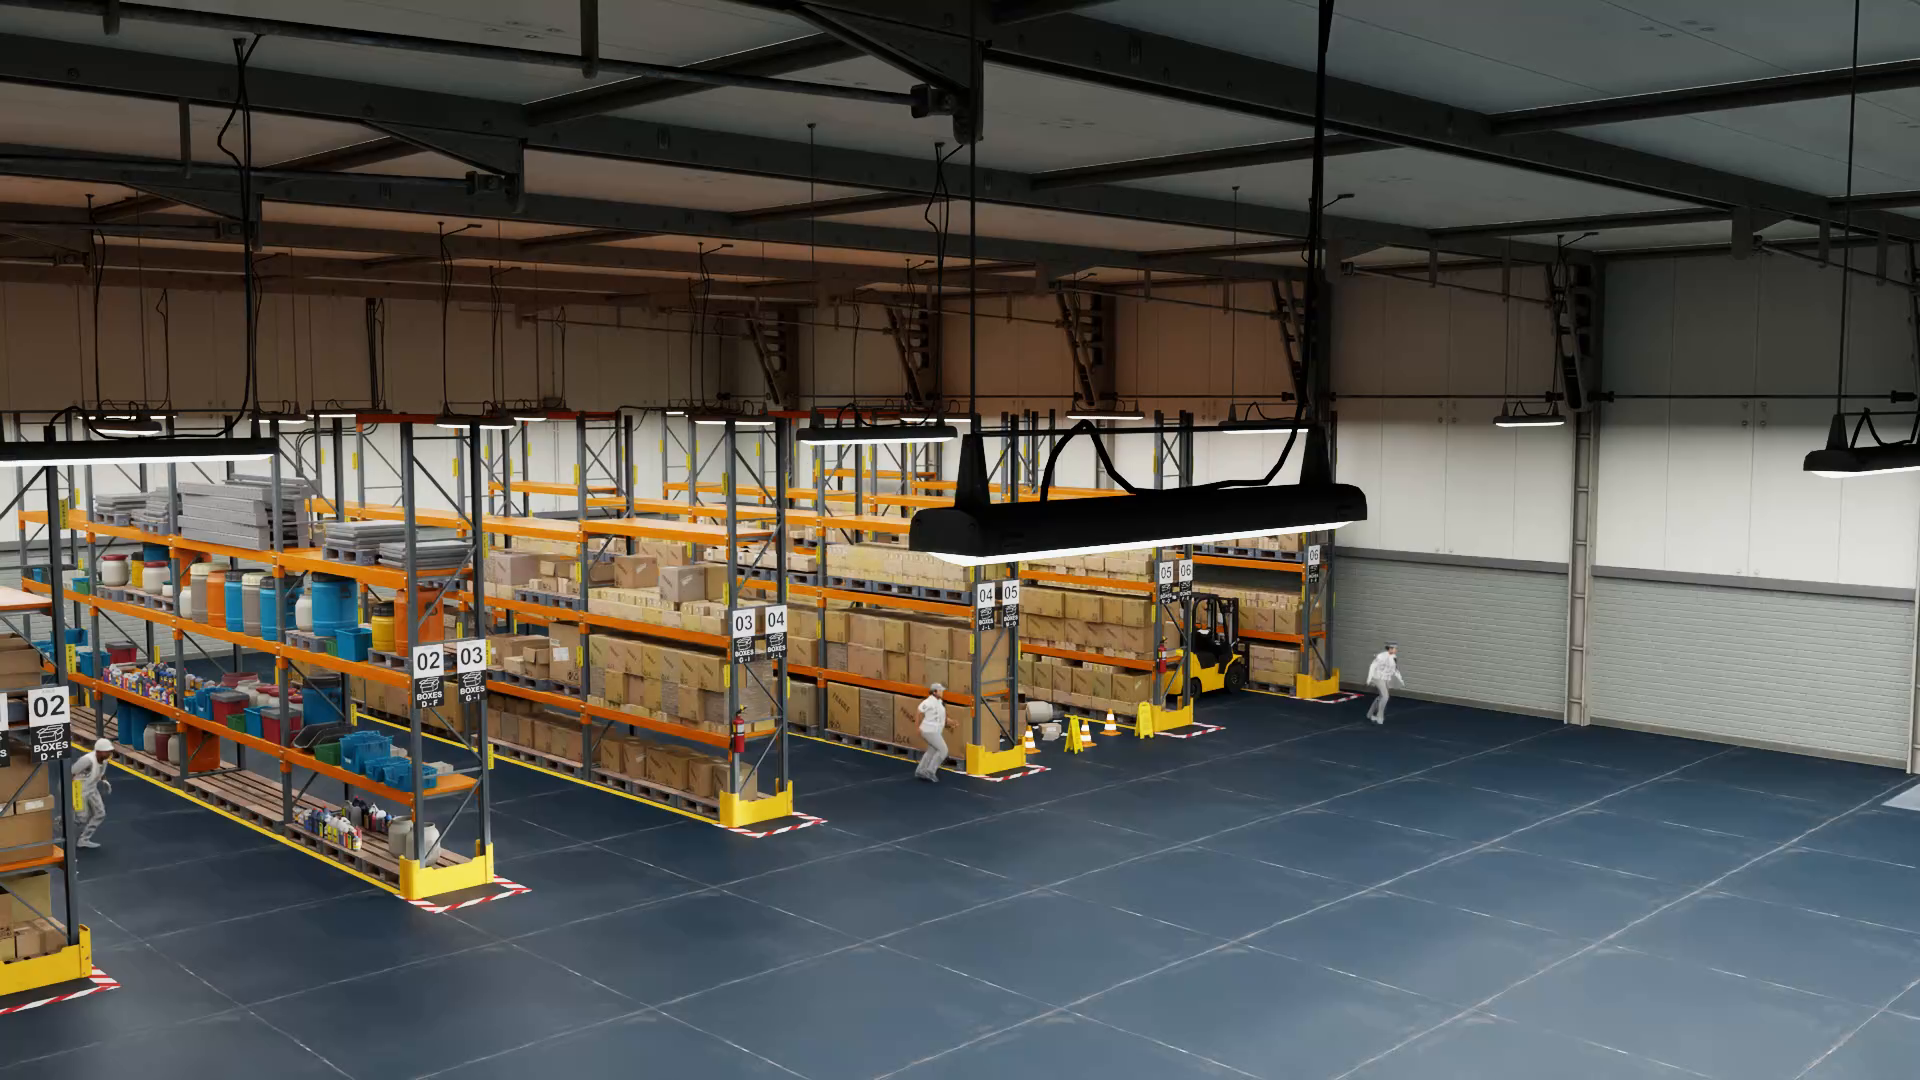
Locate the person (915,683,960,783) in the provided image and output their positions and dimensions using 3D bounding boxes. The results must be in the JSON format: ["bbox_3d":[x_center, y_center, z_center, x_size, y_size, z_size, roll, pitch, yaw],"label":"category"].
[{"bbox_3d":[-0.412,3.159,27.262,0.751,1.651,0.598,2,5,17],"label":"person"}]

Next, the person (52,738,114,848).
[{"bbox_3d":[-12.275,3.537,23.247,1.050,1.573,0.690,1,5,14],"label":"person"}]

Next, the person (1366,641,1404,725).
[{"bbox_3d":[8.214,2.739,32.269,0.594,1.621,0.694,-4,6,-38],"label":"person"}]
